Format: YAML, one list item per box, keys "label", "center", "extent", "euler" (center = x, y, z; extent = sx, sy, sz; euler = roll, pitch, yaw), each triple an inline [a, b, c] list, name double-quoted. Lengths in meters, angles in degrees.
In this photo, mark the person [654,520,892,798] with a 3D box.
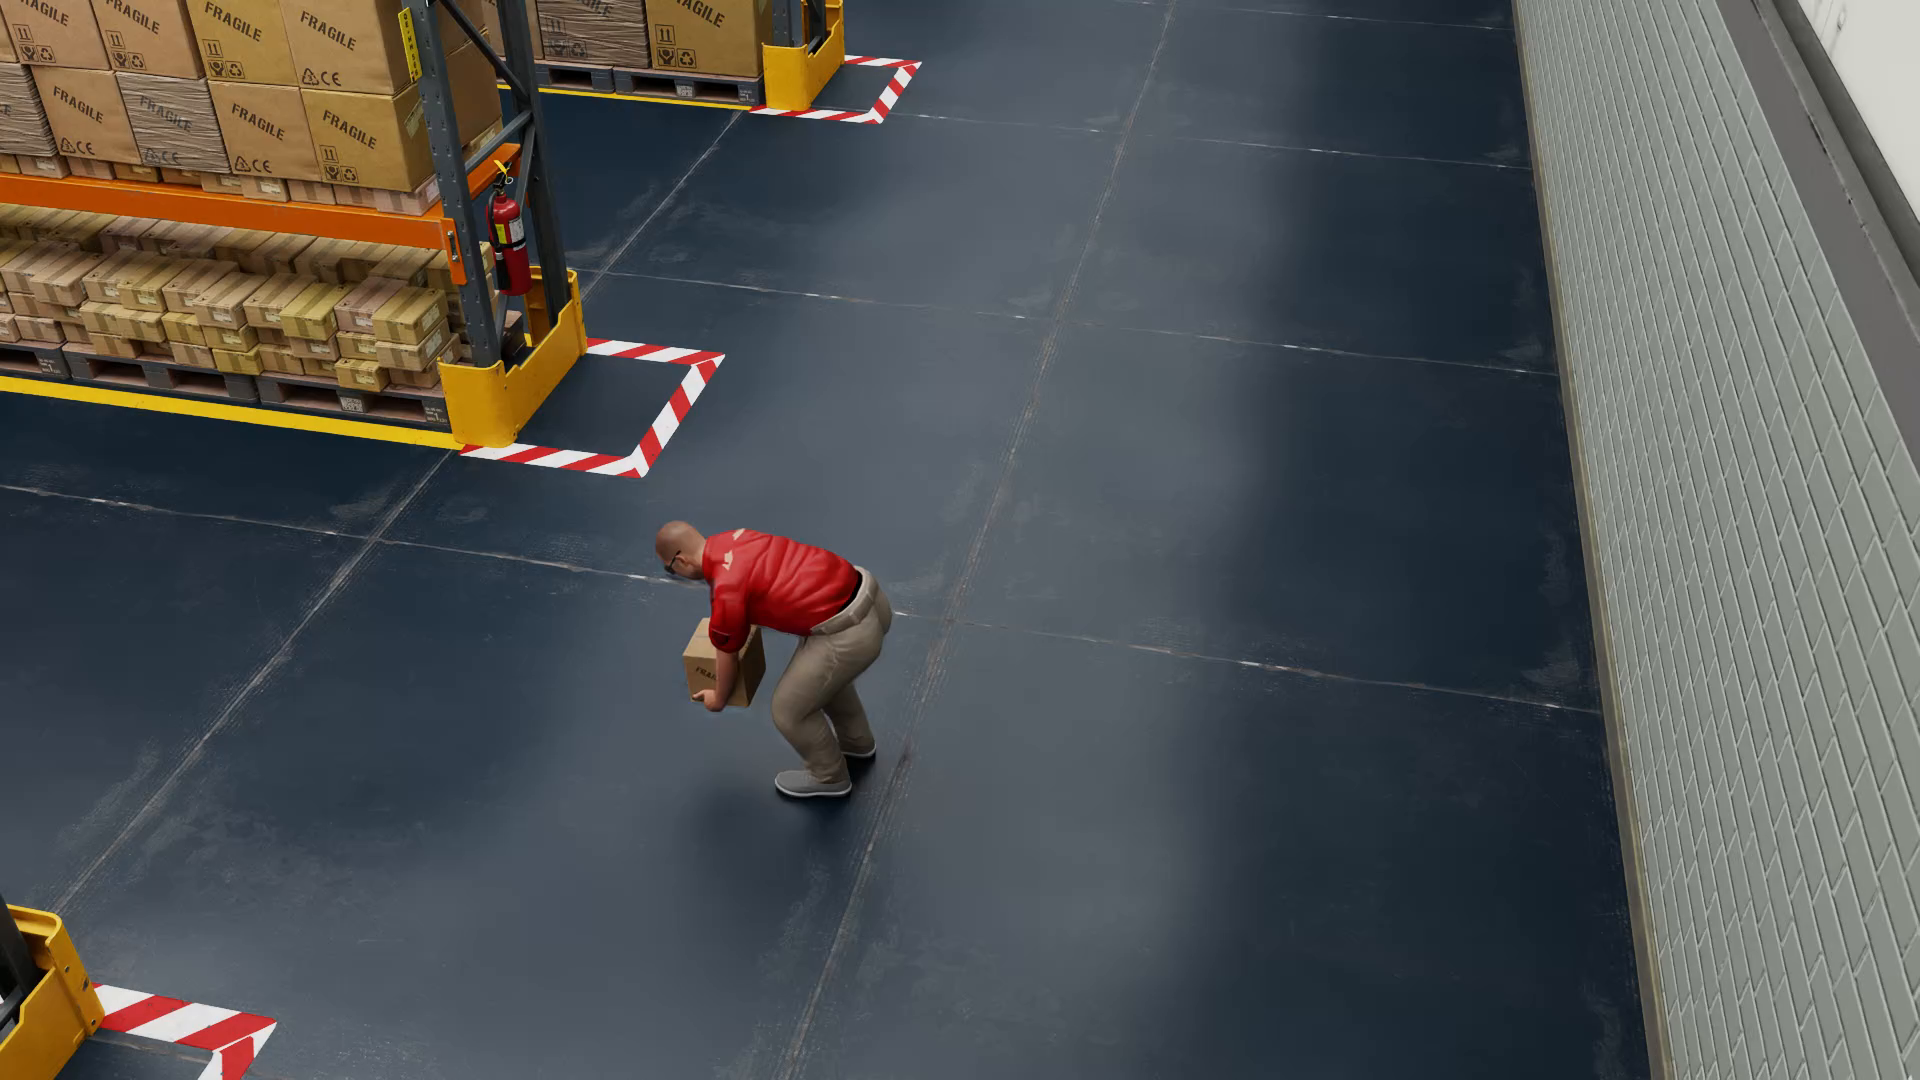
- label: "person"
  center: [-0.738, 0.466, 6.760]
  extent: [0.915, 1.243, 0.499]
  euler: [6, 37, 8]
